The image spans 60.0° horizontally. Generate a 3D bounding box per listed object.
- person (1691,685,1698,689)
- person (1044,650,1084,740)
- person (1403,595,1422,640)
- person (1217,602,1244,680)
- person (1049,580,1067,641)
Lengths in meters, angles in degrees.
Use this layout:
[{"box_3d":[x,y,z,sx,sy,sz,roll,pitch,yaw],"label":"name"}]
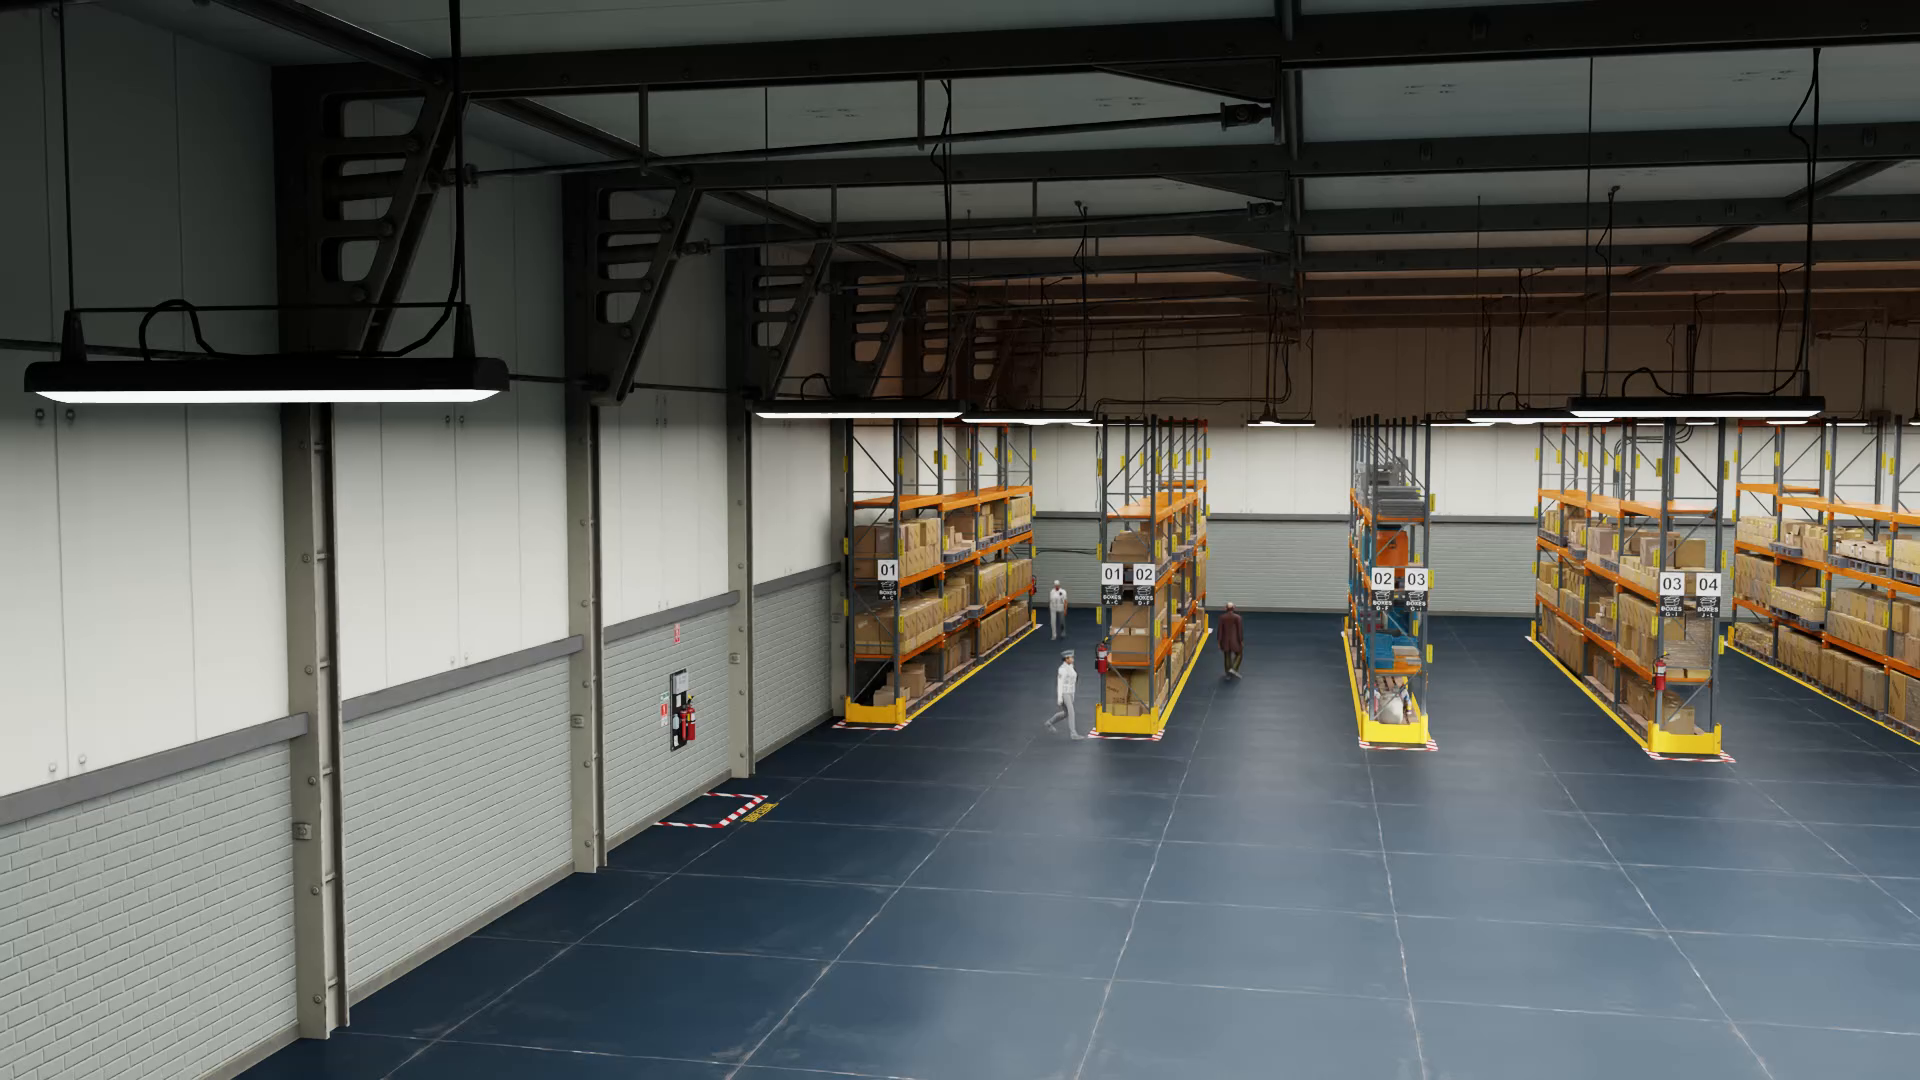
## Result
[{"box_3d":[16.088,2.403,36.832,0.554,1.681,0.910,2,4,24],"label":"person"},{"box_3d":[1.949,2.847,30.829,0.894,1.635,0.521,2,4,28],"label":"person"},{"box_3d":[12.164,1.854,44.860,0.595,1.755,0.525,3,5,38],"label":"person"},{"box_3d":[6.165,2.311,37.942,0.626,1.777,0.587,1,4,21],"label":"person"},{"box_3d":[2.677,1.891,45.189,0.494,1.617,0.857,1,4,9],"label":"person"}]
